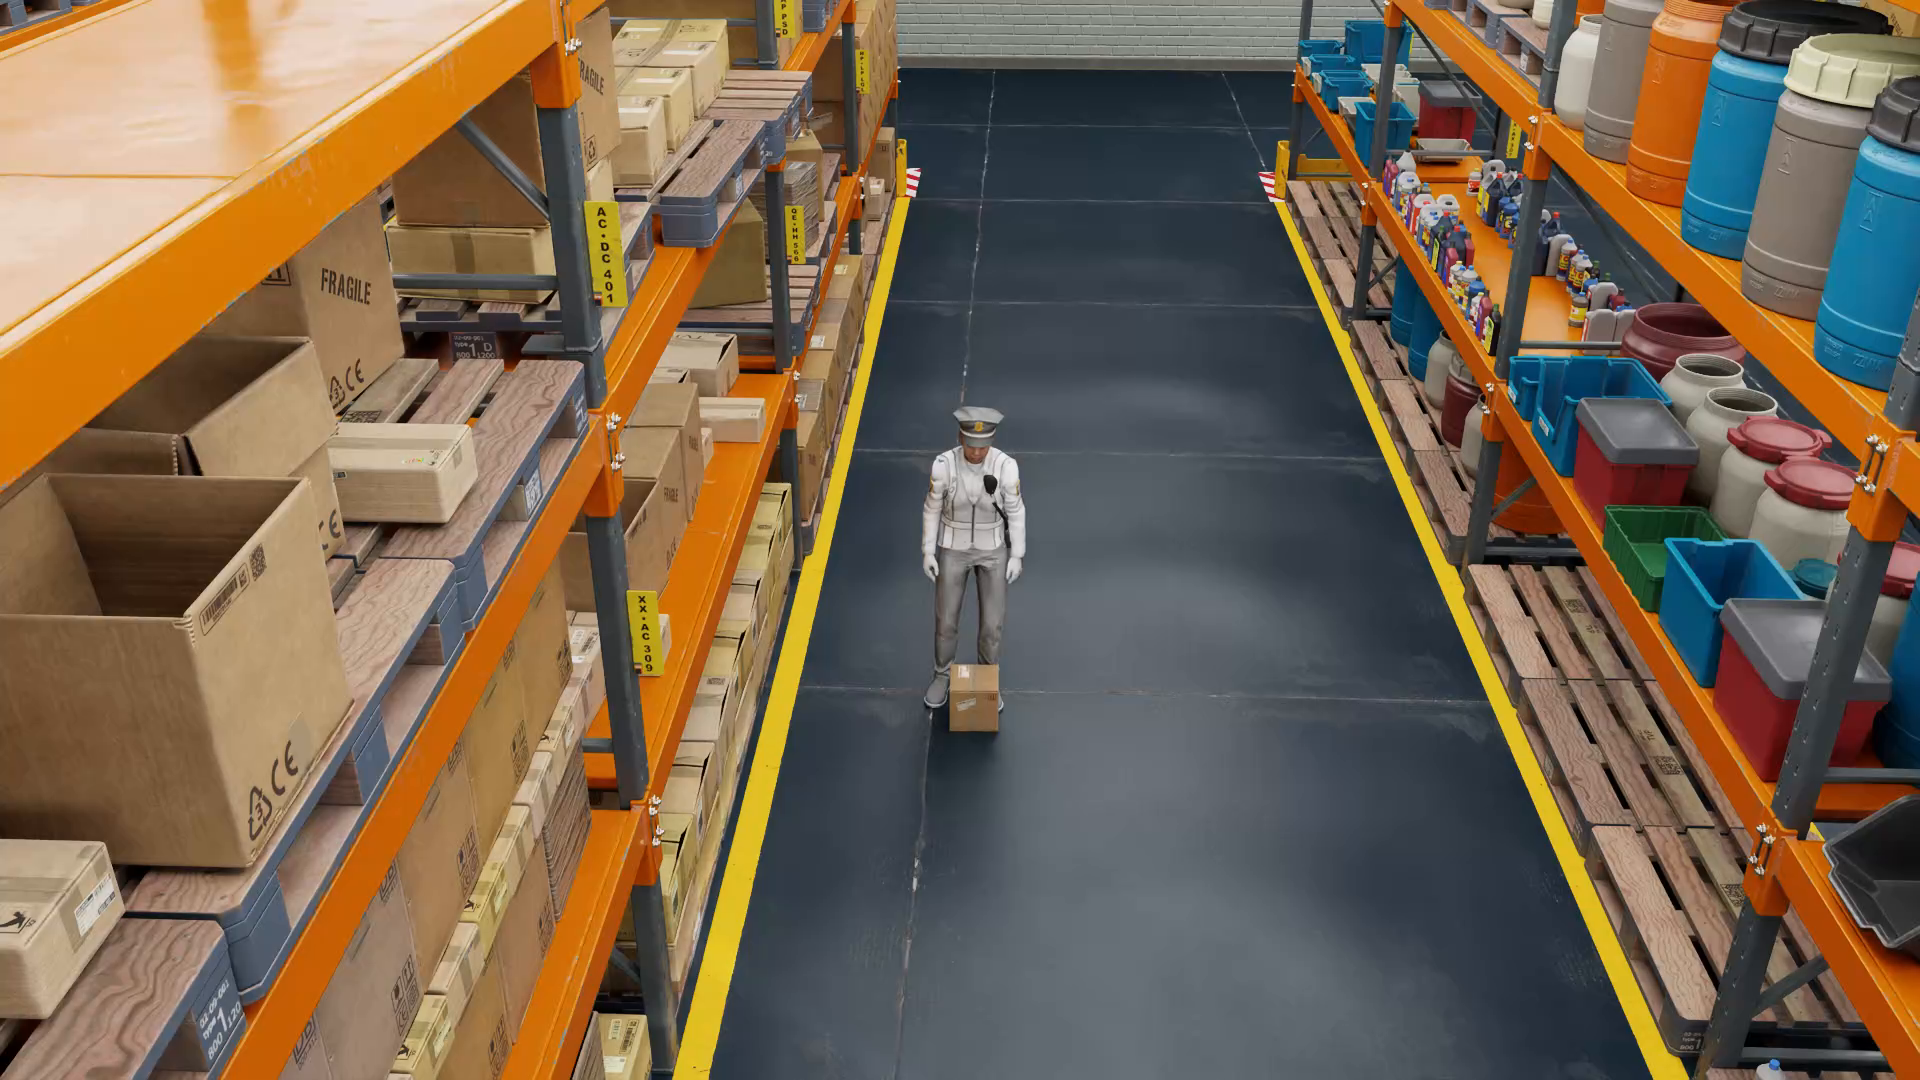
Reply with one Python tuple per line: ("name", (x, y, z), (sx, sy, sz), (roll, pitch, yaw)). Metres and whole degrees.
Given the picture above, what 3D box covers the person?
("person", (0.067, 0.087, 8.456), (0.527, 1.663, 0.409), (1, 28, 2))
